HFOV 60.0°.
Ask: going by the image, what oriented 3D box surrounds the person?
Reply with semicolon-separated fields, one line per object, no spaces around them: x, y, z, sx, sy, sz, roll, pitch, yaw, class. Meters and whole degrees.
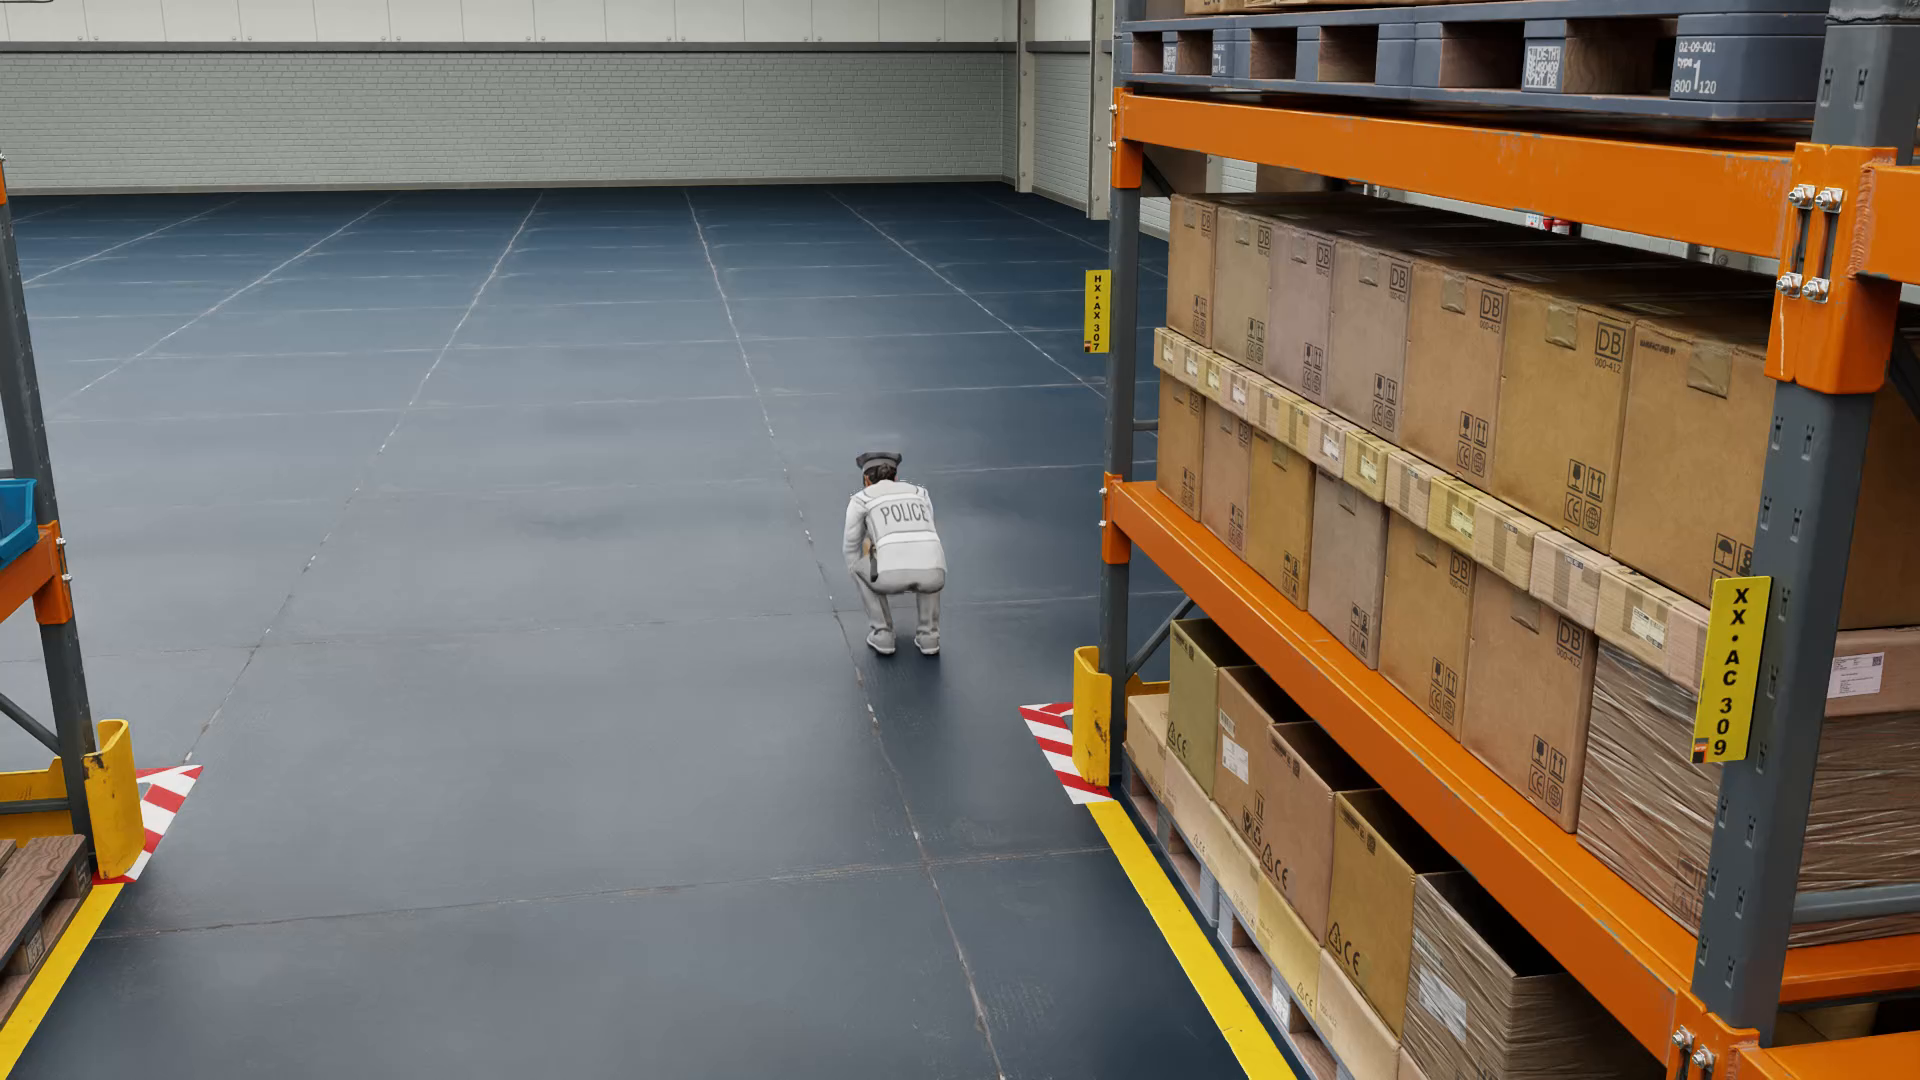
-0.335;0.066;8.527;0.493;0.984;0.815;-3;17;-11;person
